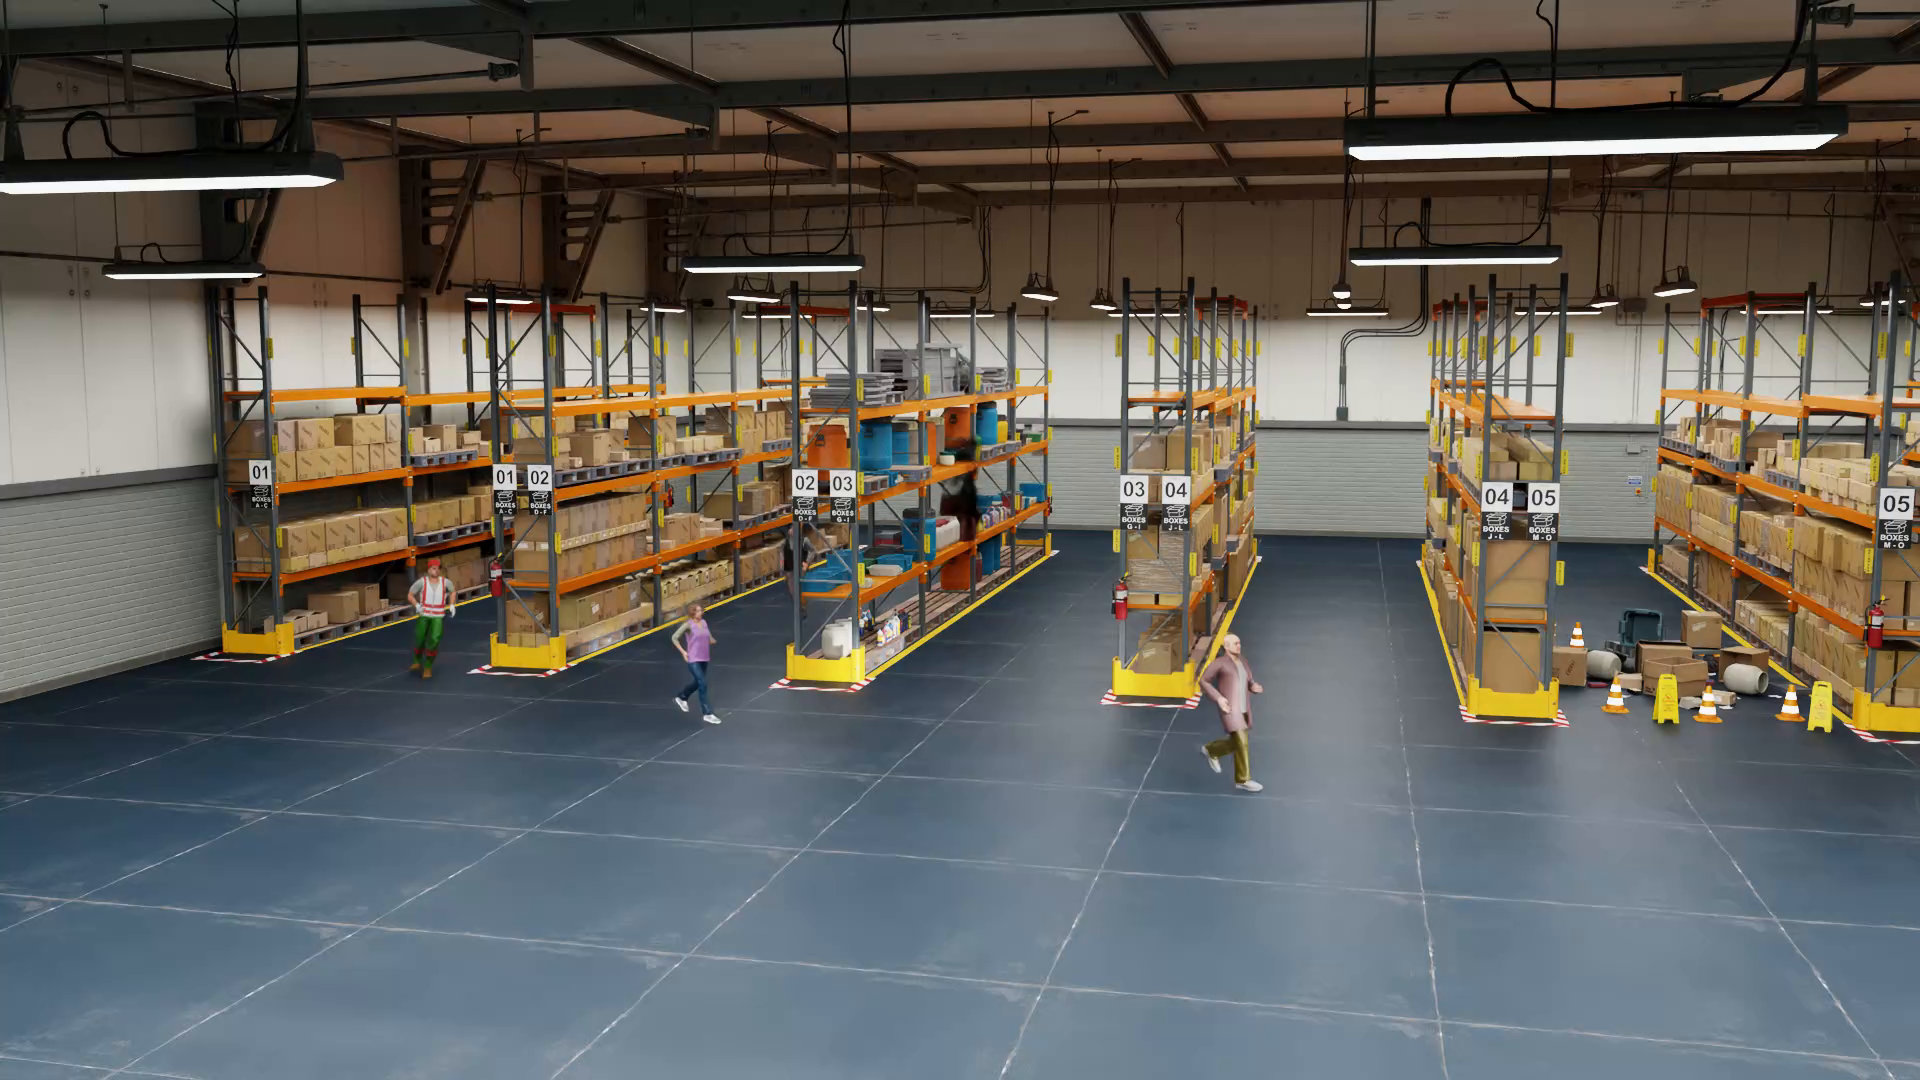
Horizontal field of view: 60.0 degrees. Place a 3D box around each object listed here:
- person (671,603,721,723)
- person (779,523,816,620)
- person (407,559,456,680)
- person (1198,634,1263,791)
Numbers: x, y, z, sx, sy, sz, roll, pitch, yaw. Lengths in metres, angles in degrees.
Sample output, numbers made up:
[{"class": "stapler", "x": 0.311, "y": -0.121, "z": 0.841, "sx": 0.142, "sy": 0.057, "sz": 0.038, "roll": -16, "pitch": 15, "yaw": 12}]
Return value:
[{"class": "person", "x": -3.547, "y": 1.631, "z": 22.349, "sx": 0.893, "sy": 1.581, "sz": 0.537, "roll": 4, "pitch": 8, "yaw": 34}, {"class": "person", "x": -2.870, "y": 0.562, "z": 28.934, "sx": 0.635, "sy": 1.722, "sz": 0.567, "roll": 2, "pitch": 7, "yaw": 14}, {"class": "person", "x": -8.120, "y": 1.196, "z": 25.577, "sx": 0.720, "sy": 1.807, "sz": 0.782, "roll": -2, "pitch": 7, "yaw": -18}, {"class": "person", "x": 3.106, "y": 1.947, "z": 19.045, "sx": 0.720, "sy": 1.751, "sz": 0.964, "roll": -6, "pitch": 9, "yaw": -41}]
